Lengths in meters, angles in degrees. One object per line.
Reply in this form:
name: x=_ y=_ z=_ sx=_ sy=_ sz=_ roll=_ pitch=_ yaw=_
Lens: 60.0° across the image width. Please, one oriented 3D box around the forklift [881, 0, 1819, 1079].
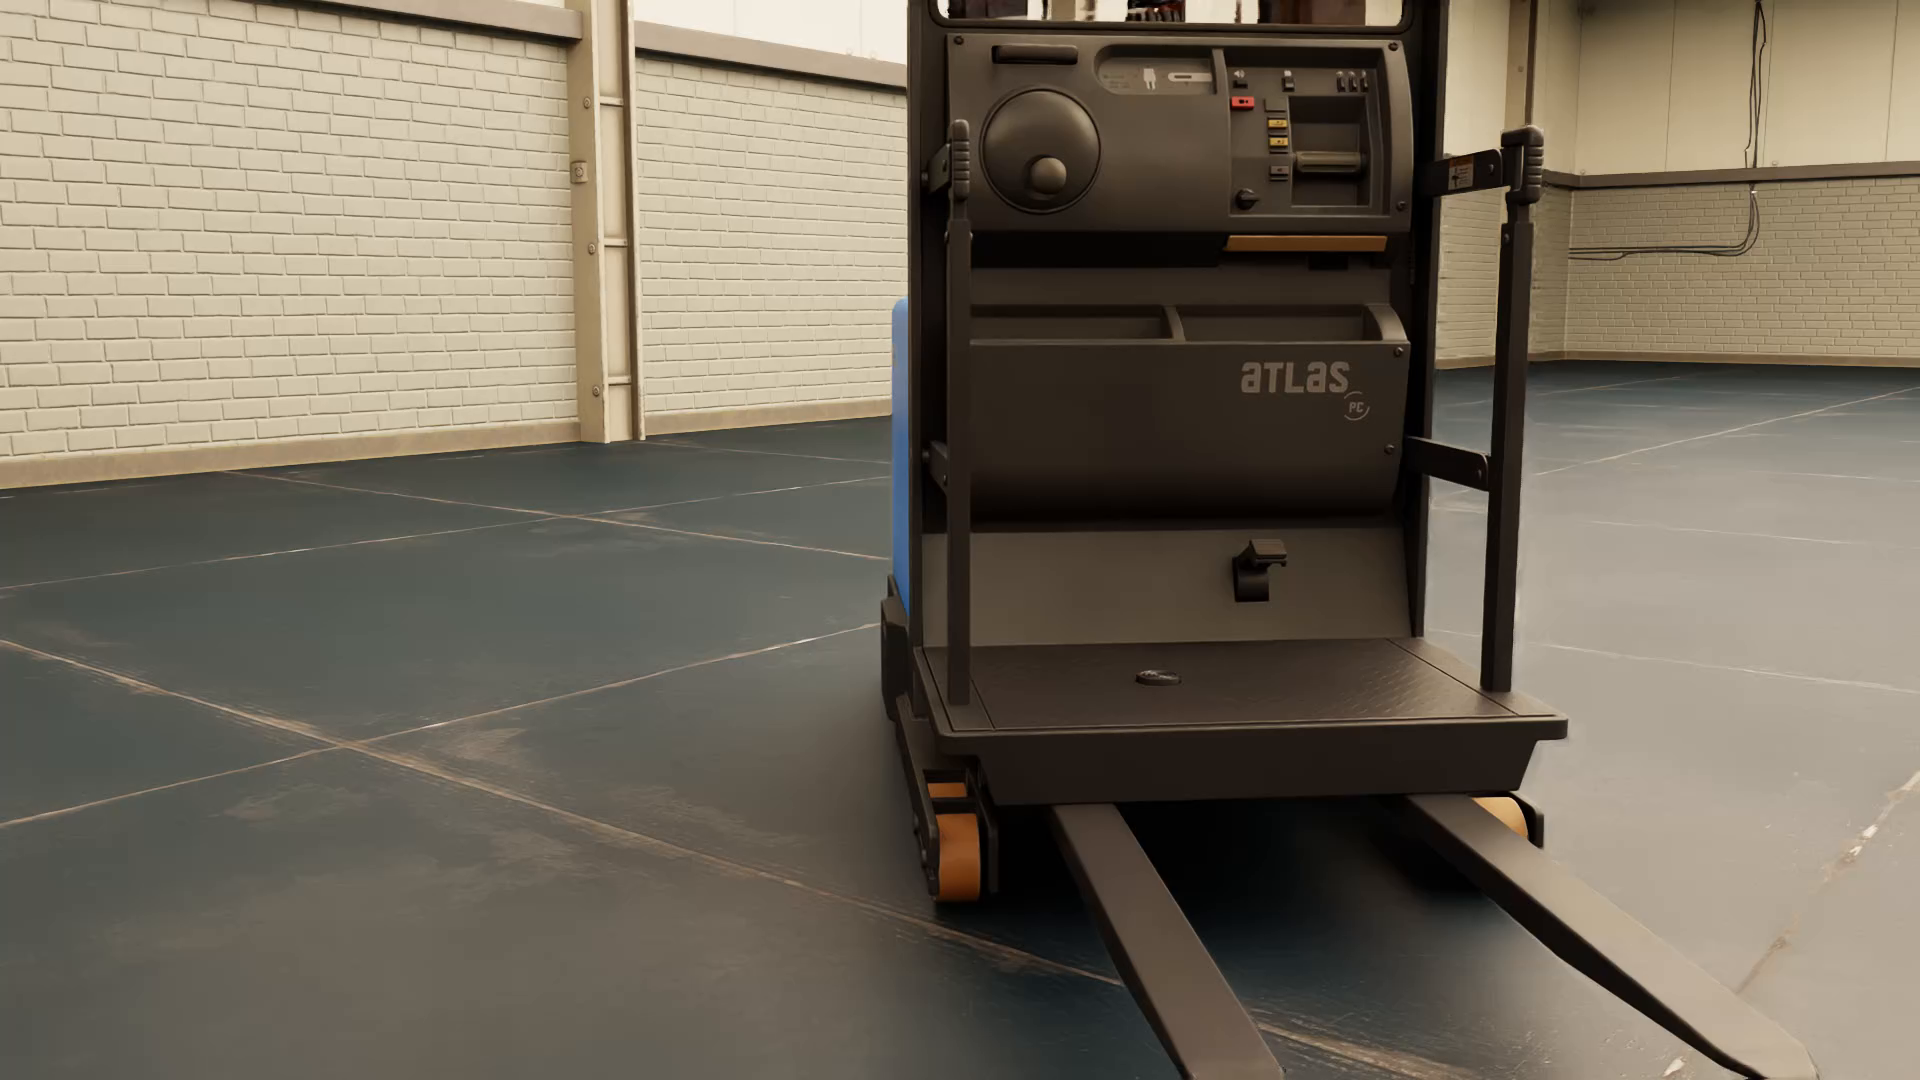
forklift: x=0.462 y=-0.851 z=3.099 sx=1.130 sy=2.935 sz=3.031 roll=-1 pitch=8 yaw=-6
